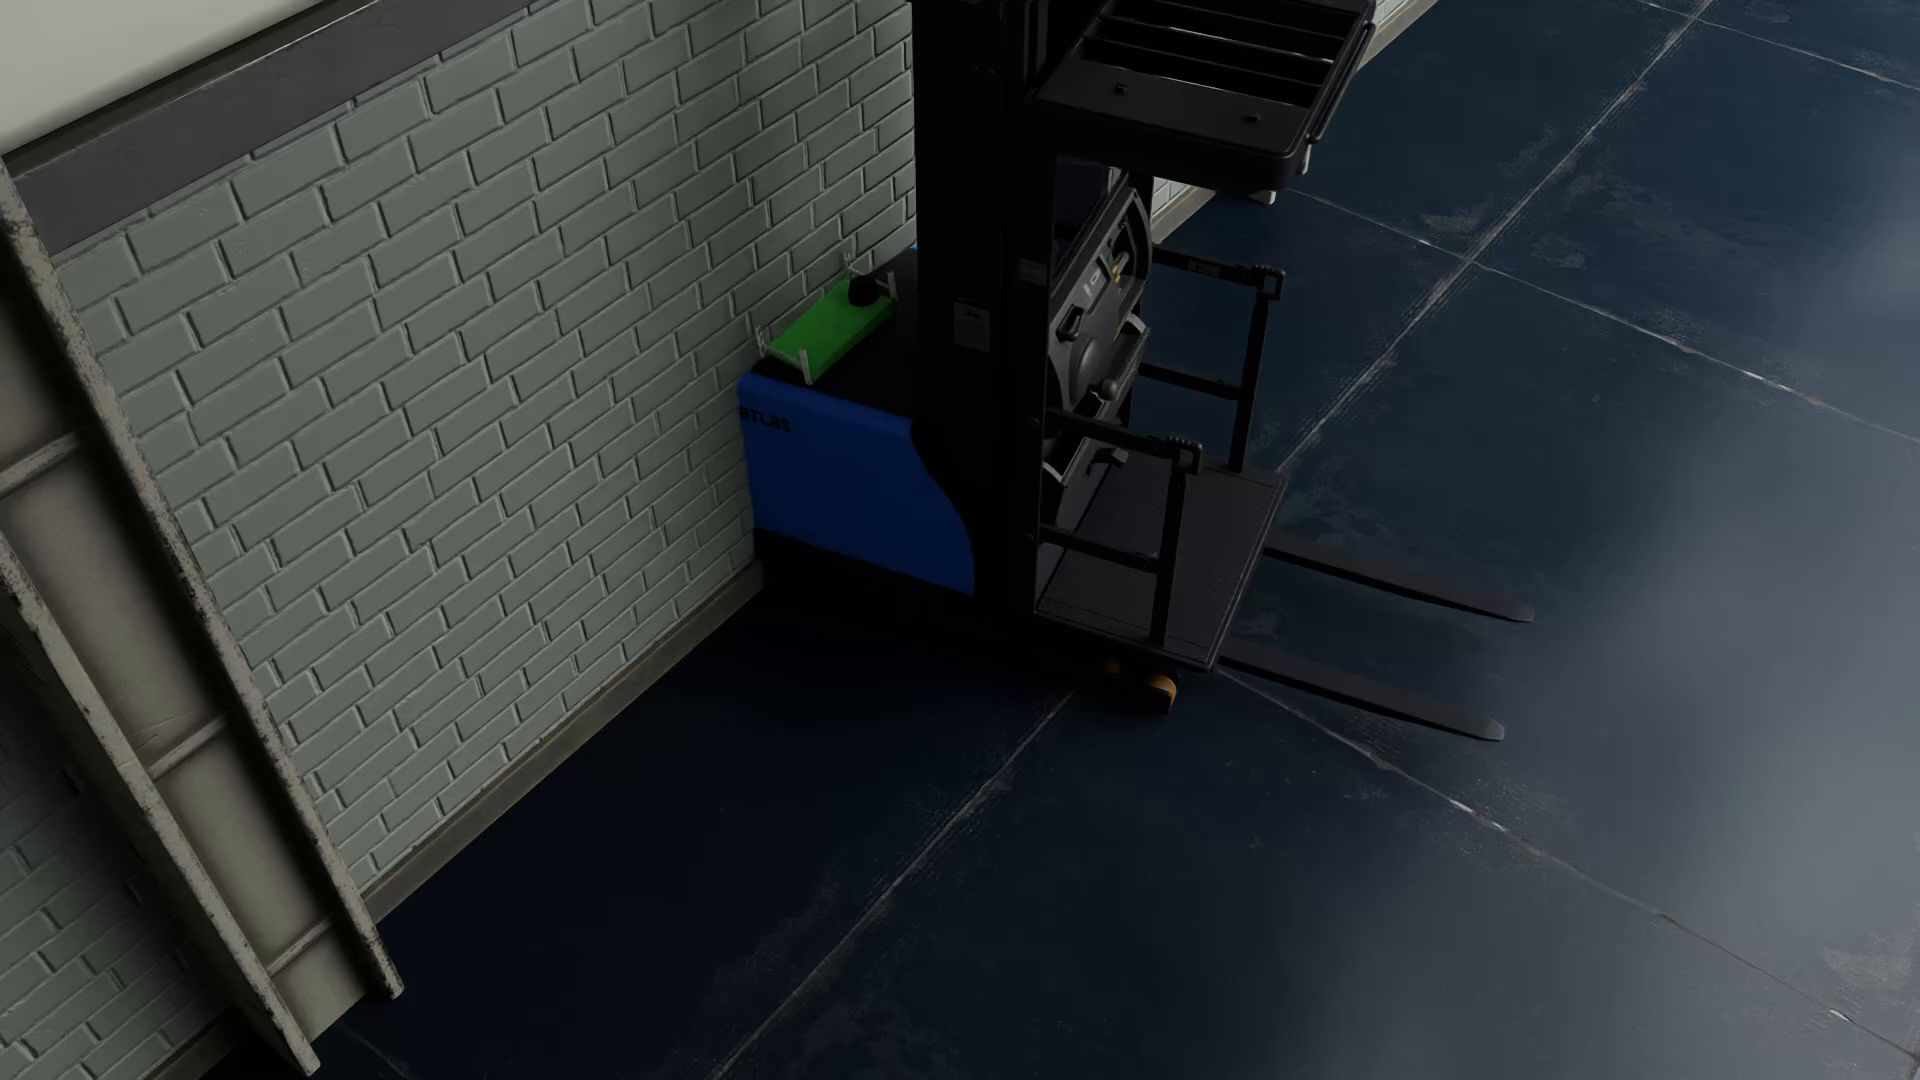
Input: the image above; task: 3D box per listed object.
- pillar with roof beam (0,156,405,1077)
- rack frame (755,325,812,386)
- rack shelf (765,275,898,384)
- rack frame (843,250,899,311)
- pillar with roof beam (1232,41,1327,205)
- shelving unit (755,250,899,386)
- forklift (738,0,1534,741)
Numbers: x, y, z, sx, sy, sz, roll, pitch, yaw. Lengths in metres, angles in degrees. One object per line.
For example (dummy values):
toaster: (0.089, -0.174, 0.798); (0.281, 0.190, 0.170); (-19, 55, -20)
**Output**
pillar with roof beam: (1.331, 0.323, 0.383); (9.100, 9.000, 0.400); (29, 53, 25)
rack frame: (-0.588, -0.327, 6.335); (0.240, 1.200, 0.015); (28, 58, 27)
rack shelf: (-0.474, -0.751, 6.135); (0.258, 0.148, 0.480); (28, 58, 27)
rack frame: (-0.287, -0.635, 6.564); (0.240, 1.200, 0.015); (28, 58, 27)
pillar with roof beam: (5.000, -3.110, 3.663); (9.100, 9.000, 0.400); (29, 53, 25)
shelving unit: (-0.437, -0.481, 6.449); (0.258, 1.200, 0.503); (28, 58, 27)
forklift: (0.670, -0.795, 5.647); (3.031, 2.935, 1.130); (17, 49, 16)
